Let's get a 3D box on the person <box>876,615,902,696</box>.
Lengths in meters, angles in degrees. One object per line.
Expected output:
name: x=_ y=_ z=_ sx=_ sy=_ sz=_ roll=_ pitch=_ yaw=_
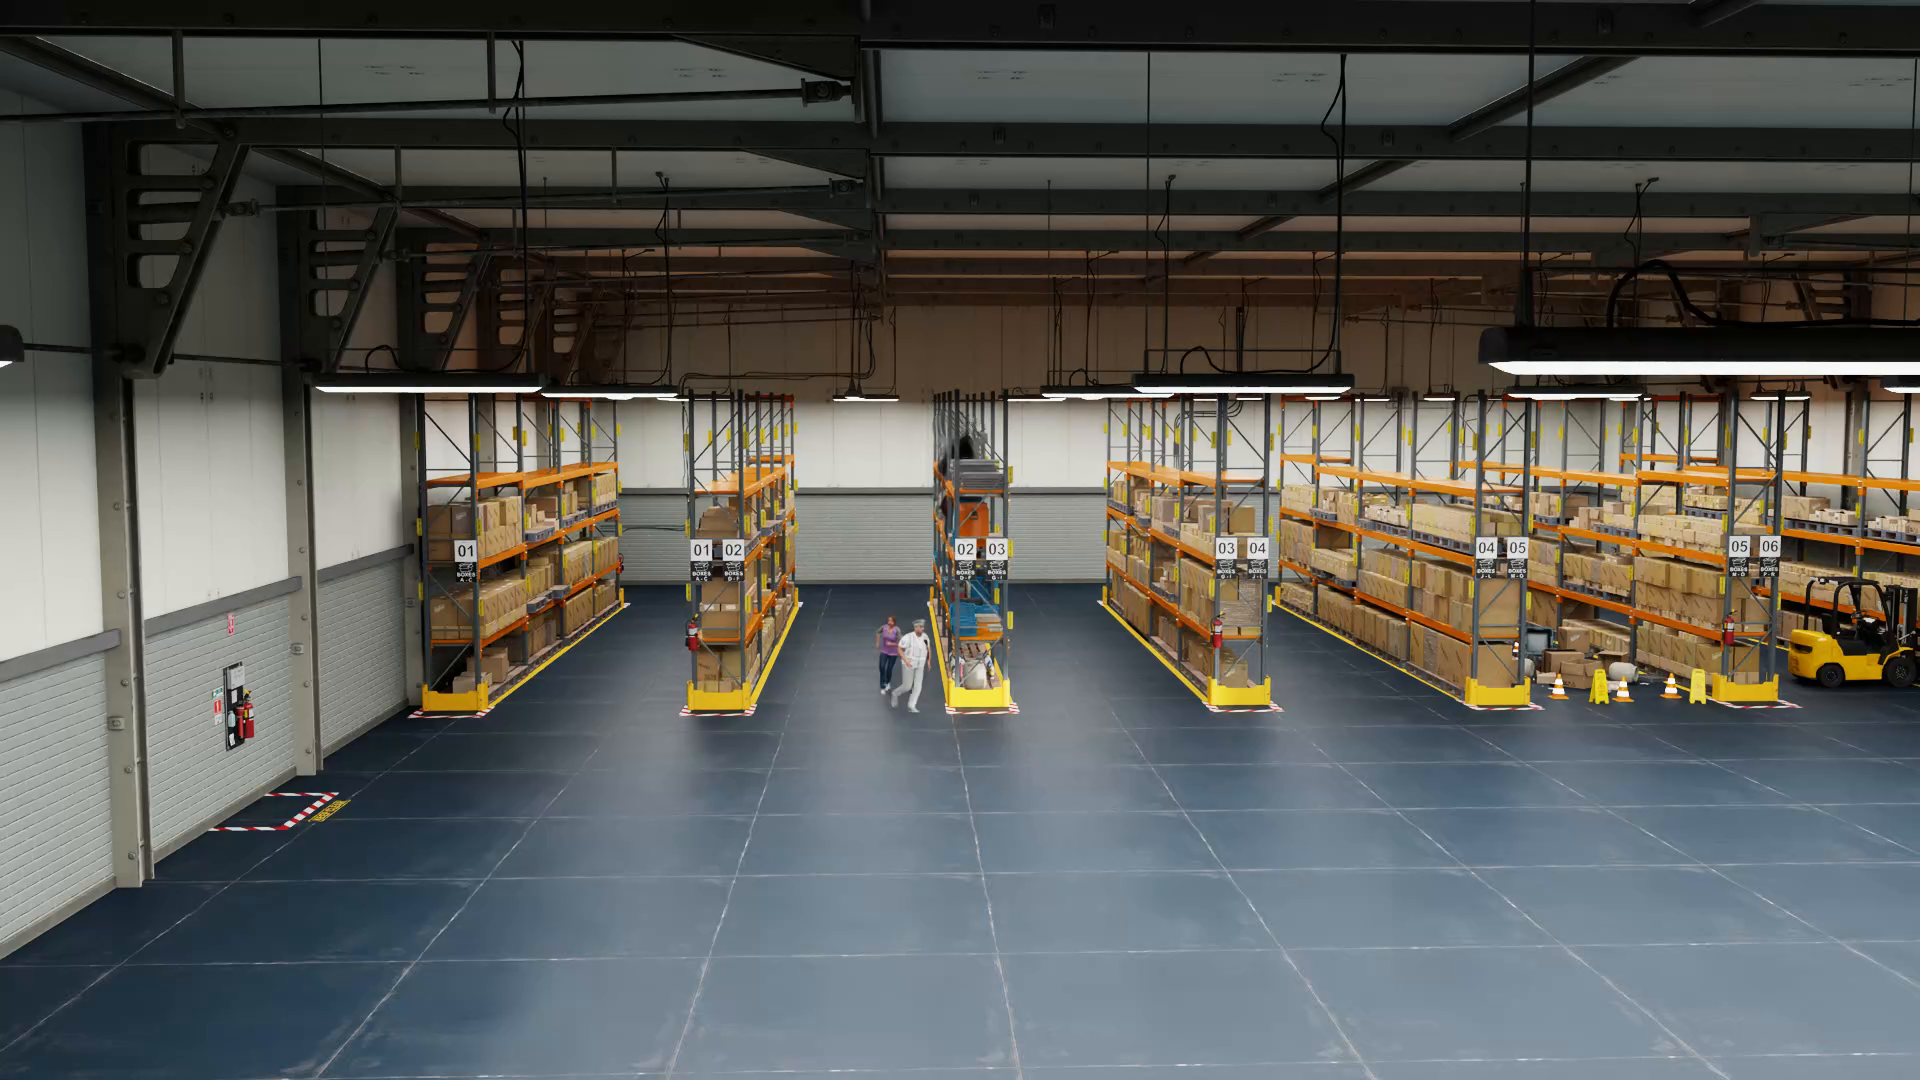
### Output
person: x=-1.387 y=2.282 z=32.866 sx=0.565 sy=1.643 sz=0.720 roll=1 pitch=5 yaw=7

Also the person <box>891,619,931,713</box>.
person: x=-0.846 y=2.327 z=31.077 sx=0.717 sy=1.725 sz=0.744 roll=-3 pitch=5 yaw=-30
